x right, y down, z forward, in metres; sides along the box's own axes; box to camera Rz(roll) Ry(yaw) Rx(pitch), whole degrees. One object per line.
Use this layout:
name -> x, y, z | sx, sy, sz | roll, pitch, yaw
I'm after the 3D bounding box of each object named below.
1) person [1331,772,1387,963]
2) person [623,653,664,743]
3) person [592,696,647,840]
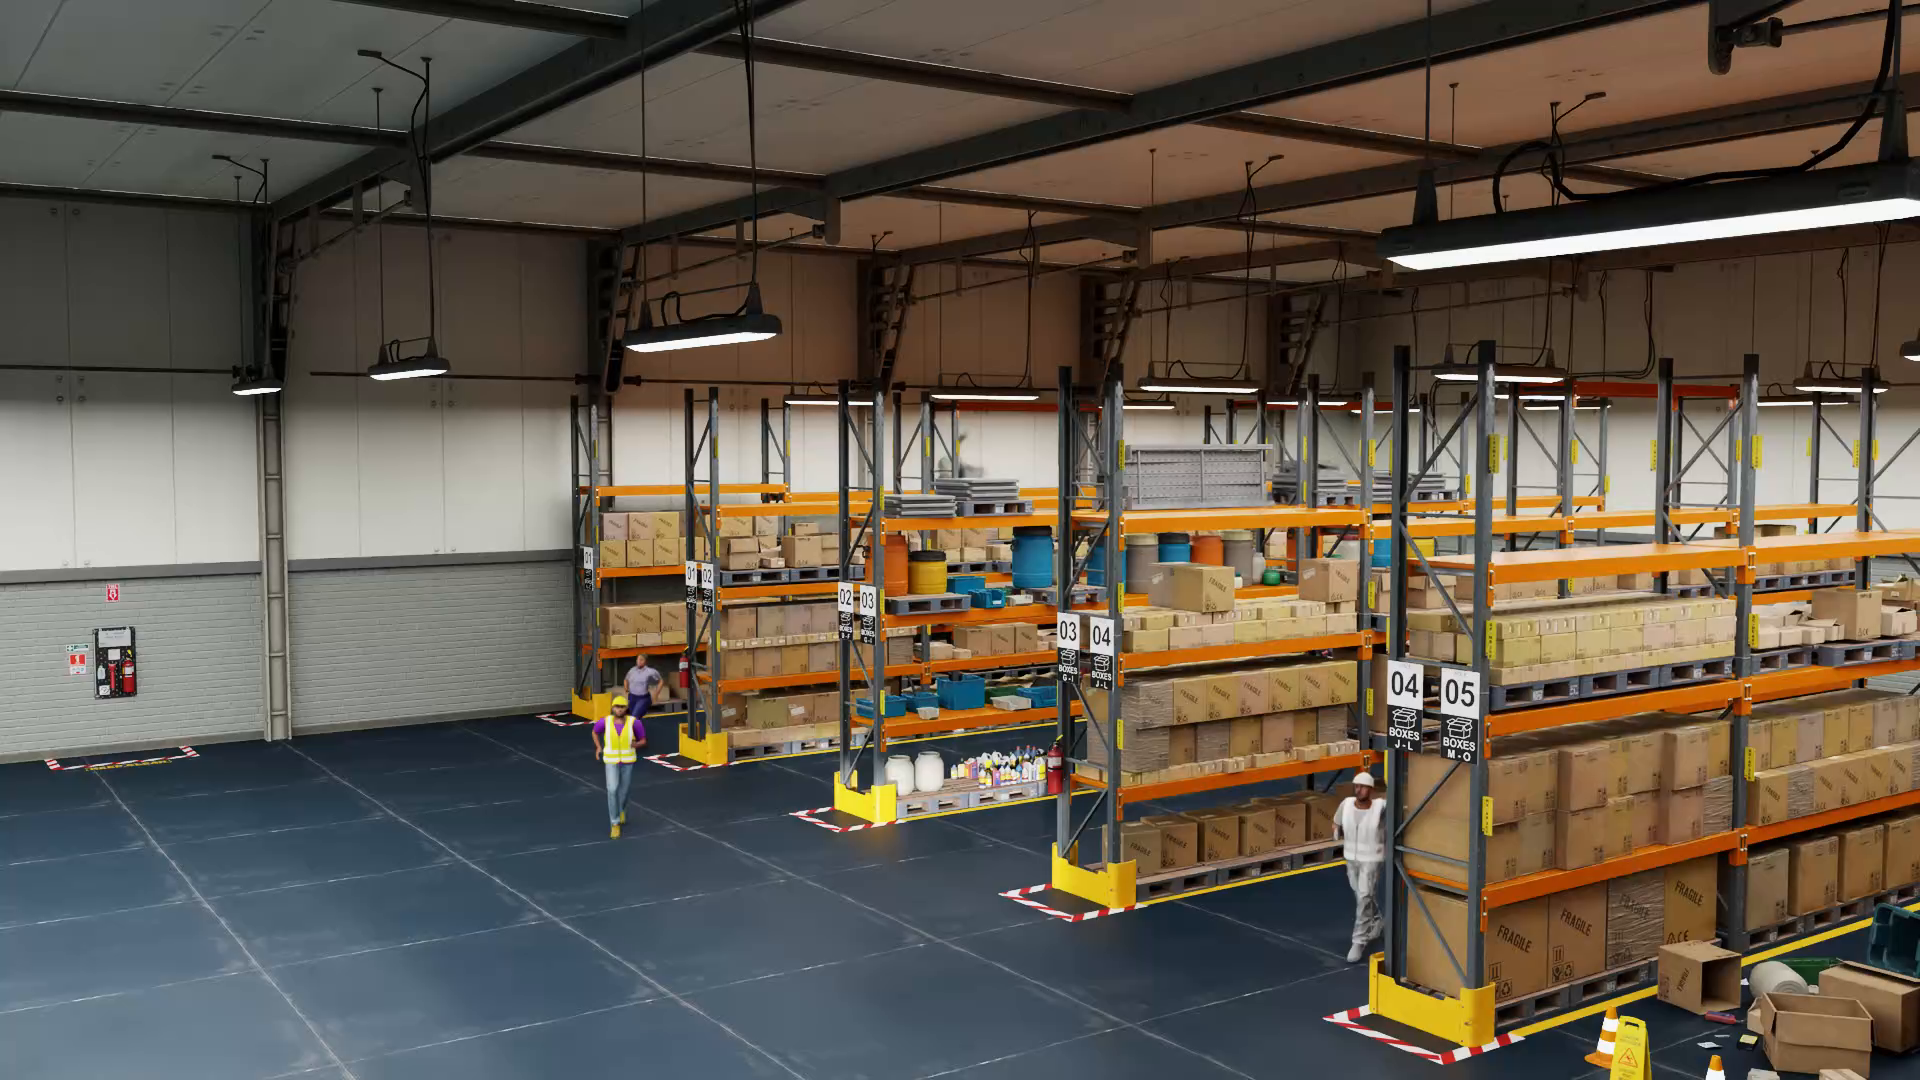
person -> 4.058, 3.243, 16.774 | 0.669, 1.819, 0.860 | 3, 5, 44
person -> -5.327, 2.700, 27.590 | 0.697, 1.670, 0.827 | 2, 4, 27
person -> -4.480, 2.952, 21.934 | 0.686, 1.811, 0.901 | -1, 4, -16
